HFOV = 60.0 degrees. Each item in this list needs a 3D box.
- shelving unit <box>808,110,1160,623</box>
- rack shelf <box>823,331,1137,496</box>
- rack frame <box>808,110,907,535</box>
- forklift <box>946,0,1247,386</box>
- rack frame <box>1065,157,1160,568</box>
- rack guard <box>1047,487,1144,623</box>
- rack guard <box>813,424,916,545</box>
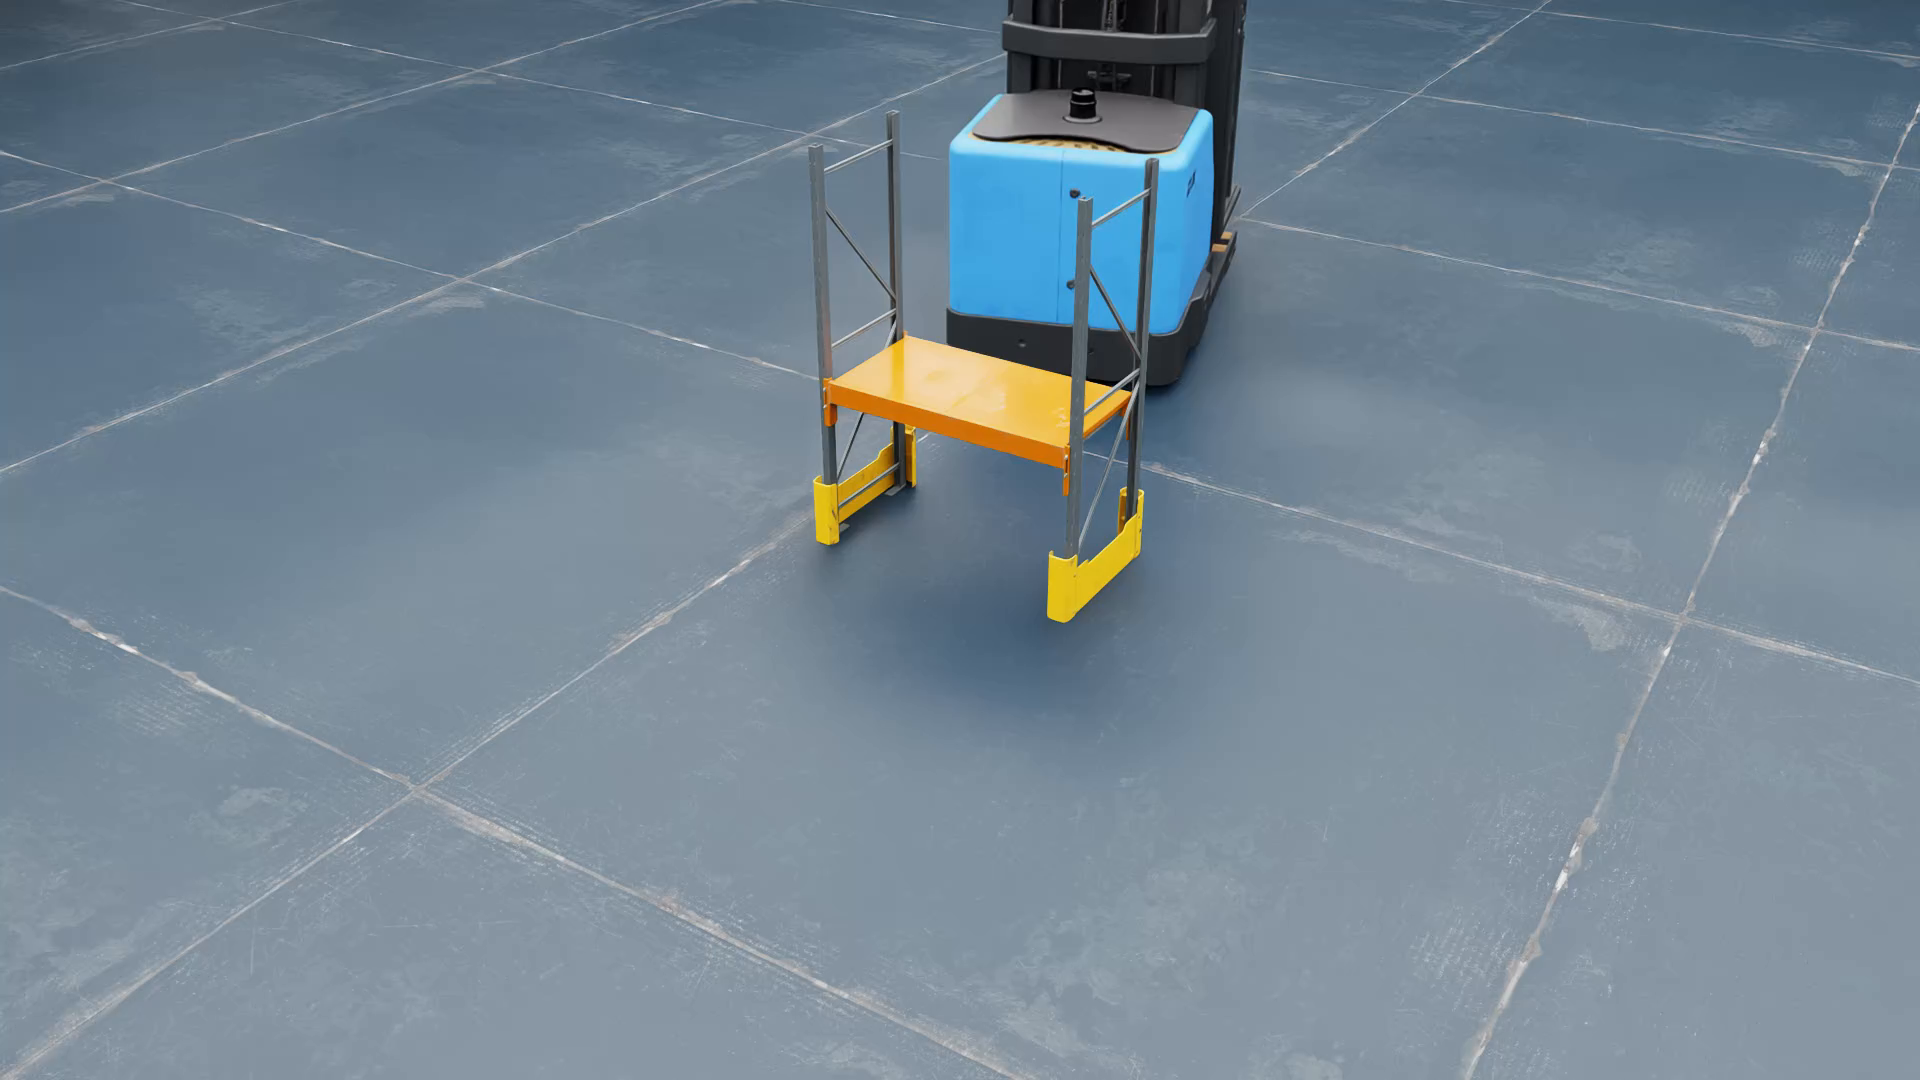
[{"bbox_3d":[0.065,-0.627,5.837,1.083,1.500,0.587,18,35,27],"label":"shelving unit"},{"bbox_3d":[0.072,-0.470,5.924,1.000,0.185,0.538,18,35,27],"label":"rack shelf"},{"bbox_3d":[-0.358,-0.761,6.066,0.032,1.500,0.500,18,35,27],"label":"rack frame"},{"bbox_3d":[0.829,-2.669,7.917,1.130,2.935,3.031,8,31,13],"label":"forklift"},{"bbox_3d":[0.503,-0.489,5.599,0.032,1.500,0.500,18,35,27],"label":"rack frame"},{"bbox_3d":[0.486,0.046,5.923,0.087,0.250,0.587,18,35,27],"label":"rack guard"},{"bbox_3d":[-0.357,-0.221,6.381,0.087,0.250,0.587,18,35,27],"label":"rack guard"}]
